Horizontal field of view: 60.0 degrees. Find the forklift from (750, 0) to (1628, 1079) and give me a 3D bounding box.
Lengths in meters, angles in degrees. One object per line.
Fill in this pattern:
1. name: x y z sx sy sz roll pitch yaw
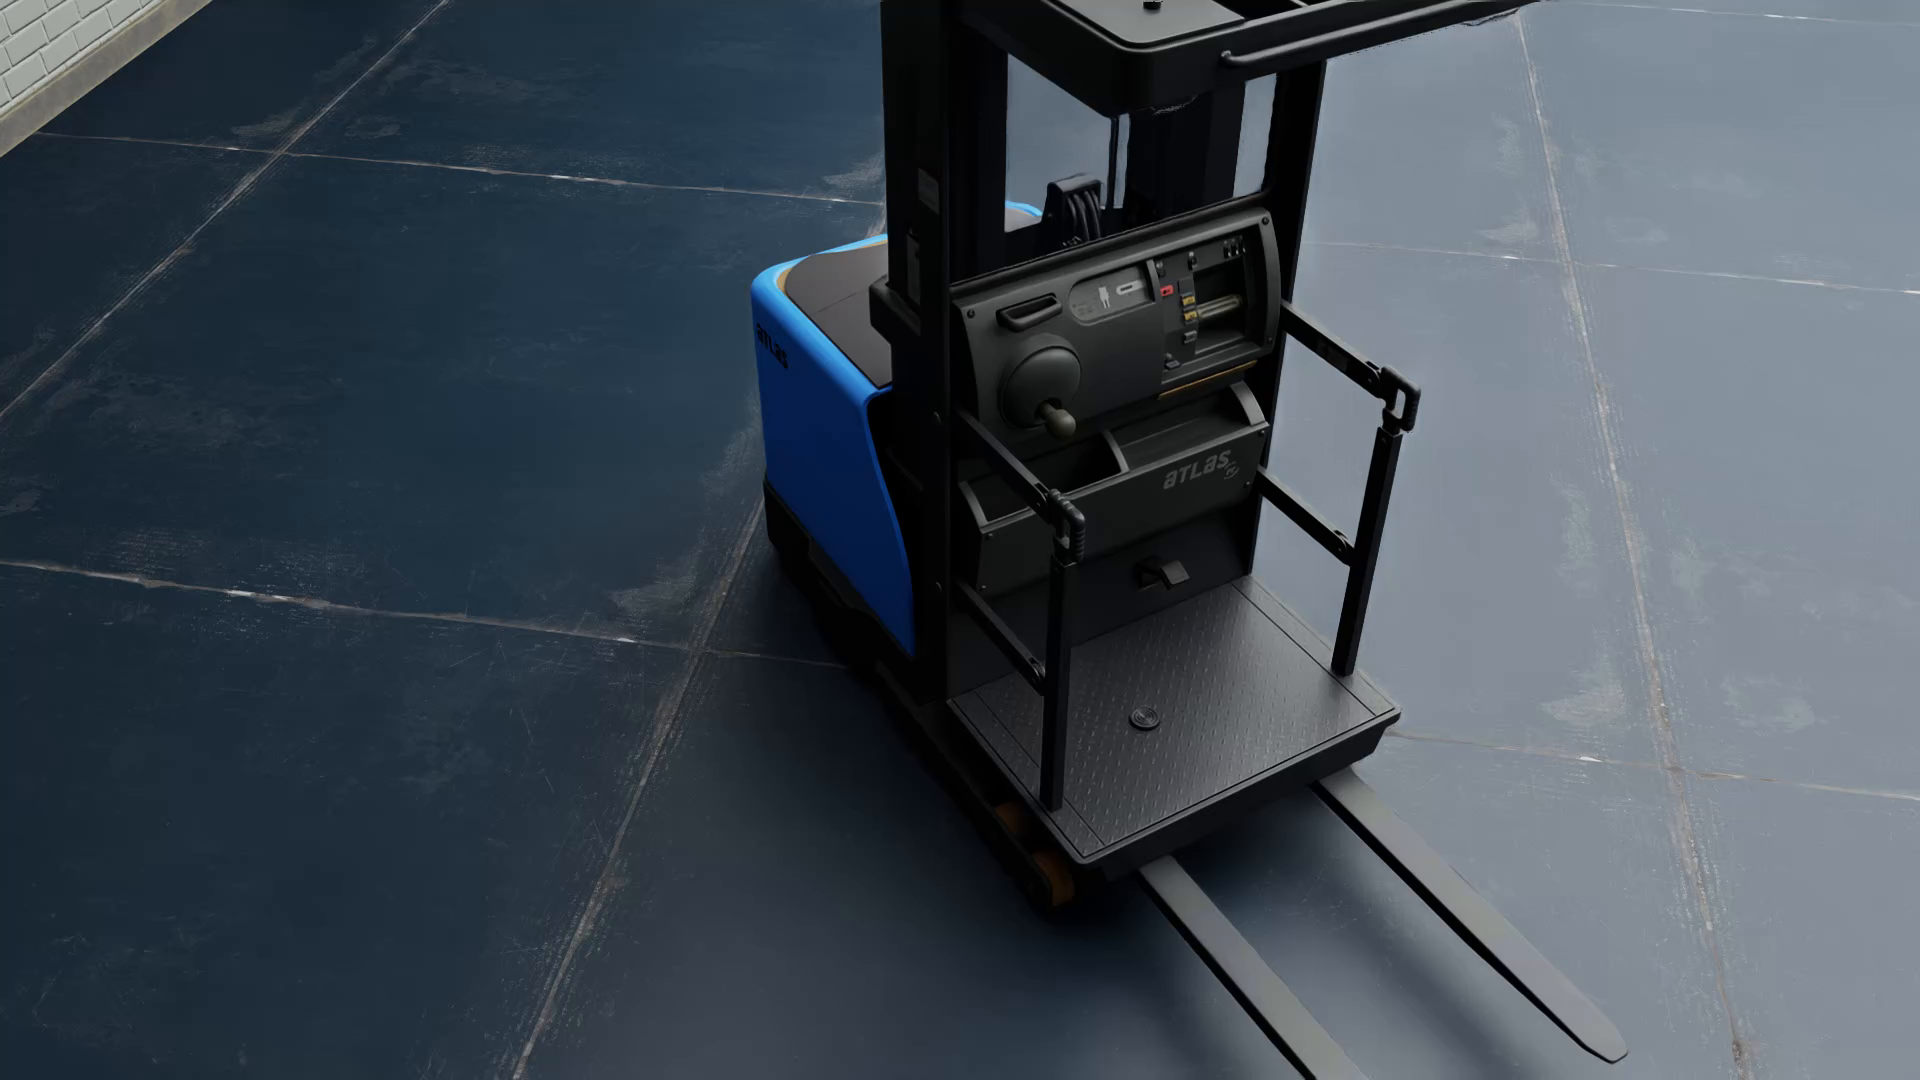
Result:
1. forklift: 0.527 -0.467 4.015 1.130 2.935 3.031 -21 44 -23
